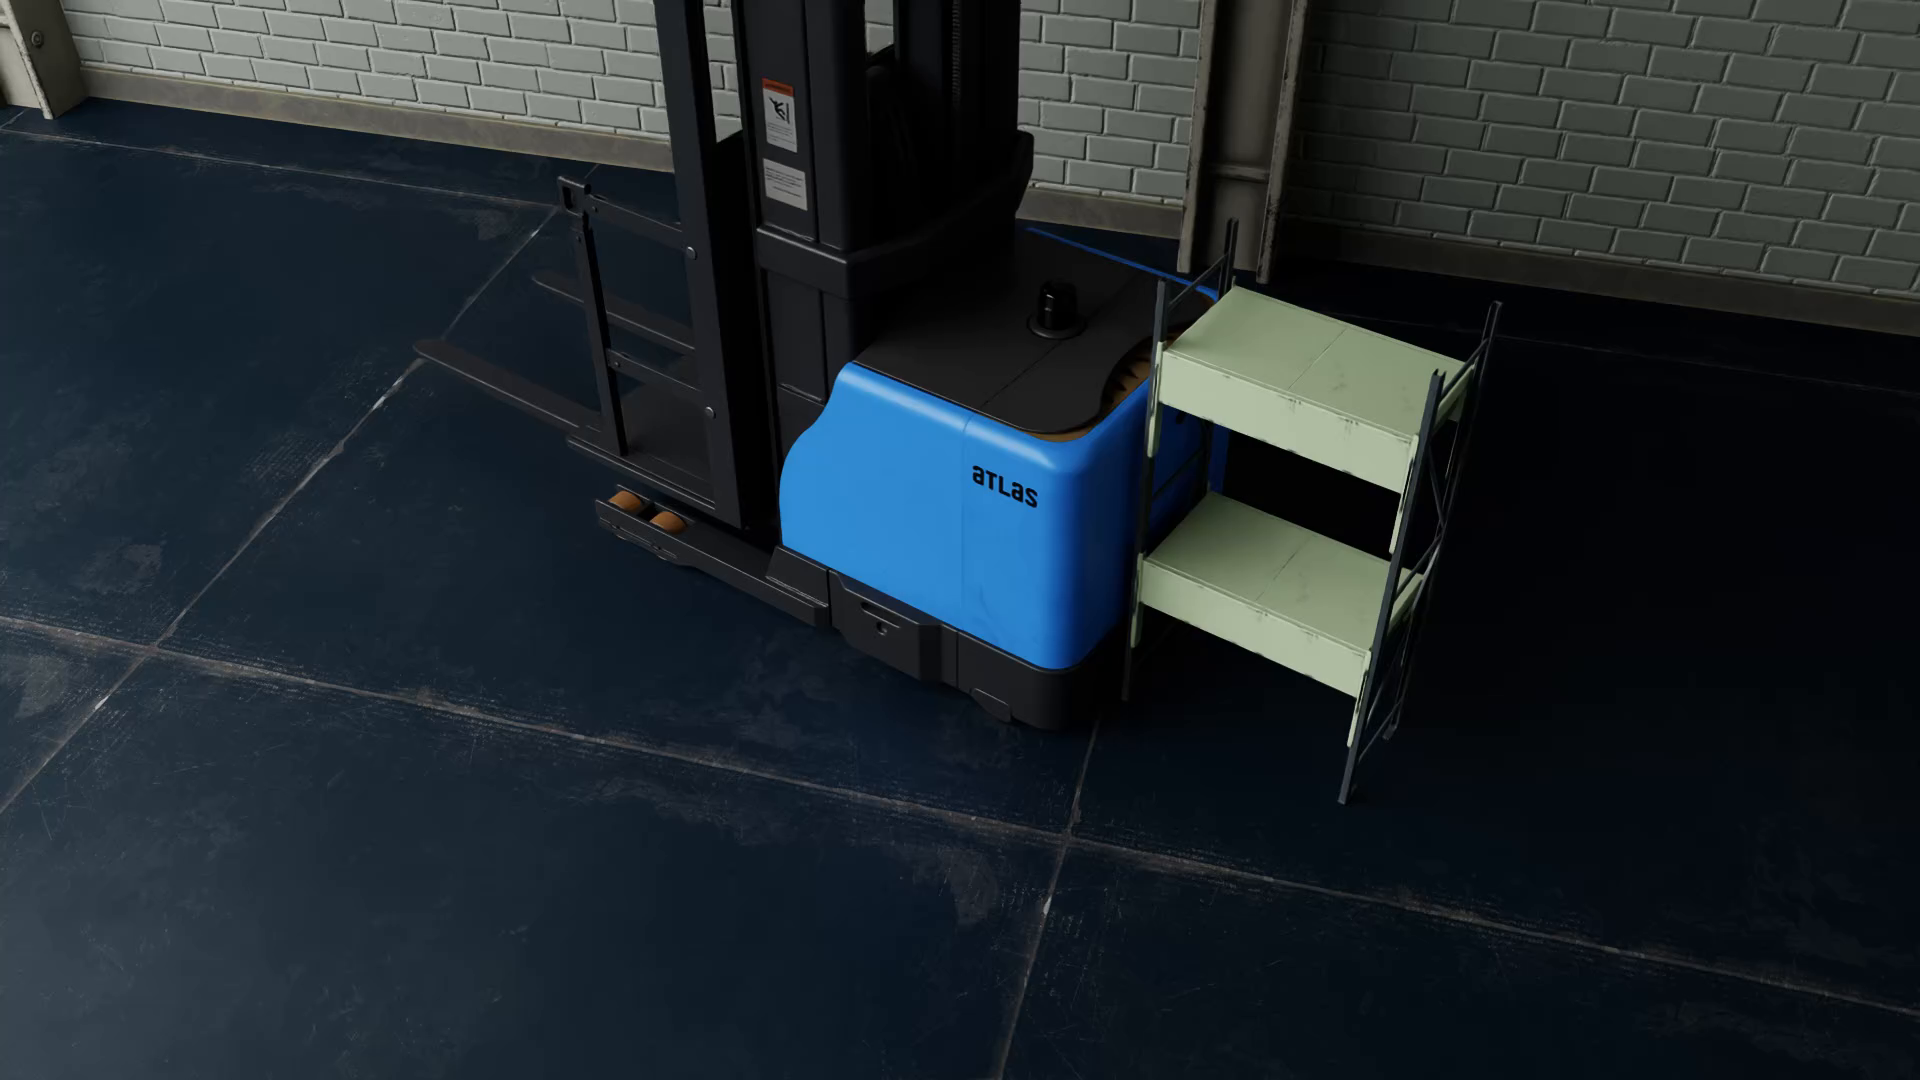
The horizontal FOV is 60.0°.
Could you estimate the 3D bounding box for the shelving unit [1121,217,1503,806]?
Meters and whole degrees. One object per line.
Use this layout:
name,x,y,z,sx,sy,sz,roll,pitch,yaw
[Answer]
shelving unit,0.923,-0.047,4.640,0.755,1.500,0.431,24,46,26

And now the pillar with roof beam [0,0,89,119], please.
pillar with roof beam,-5.750,-2.981,2.302,0.400,9.000,9.100,10,41,11

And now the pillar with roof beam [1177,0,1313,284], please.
pillar with roof beam,0.046,-1.983,1.114,0.400,9.000,9.100,10,41,11

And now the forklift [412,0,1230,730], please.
forklift,-0.638,-1.305,5.025,3.031,2.935,1.130,24,46,26

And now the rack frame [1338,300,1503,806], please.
rack frame,1.223,0.088,4.479,0.023,1.500,0.400,24,46,26

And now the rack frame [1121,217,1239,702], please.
rack frame,0.623,-0.181,4.800,0.023,1.500,0.400,24,46,26

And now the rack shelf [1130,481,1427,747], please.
rack shelf,0.923,0.203,4.849,0.720,0.370,0.431,24,46,26

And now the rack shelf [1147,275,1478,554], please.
rack shelf,0.923,-0.346,4.389,0.720,0.370,0.431,24,46,26
